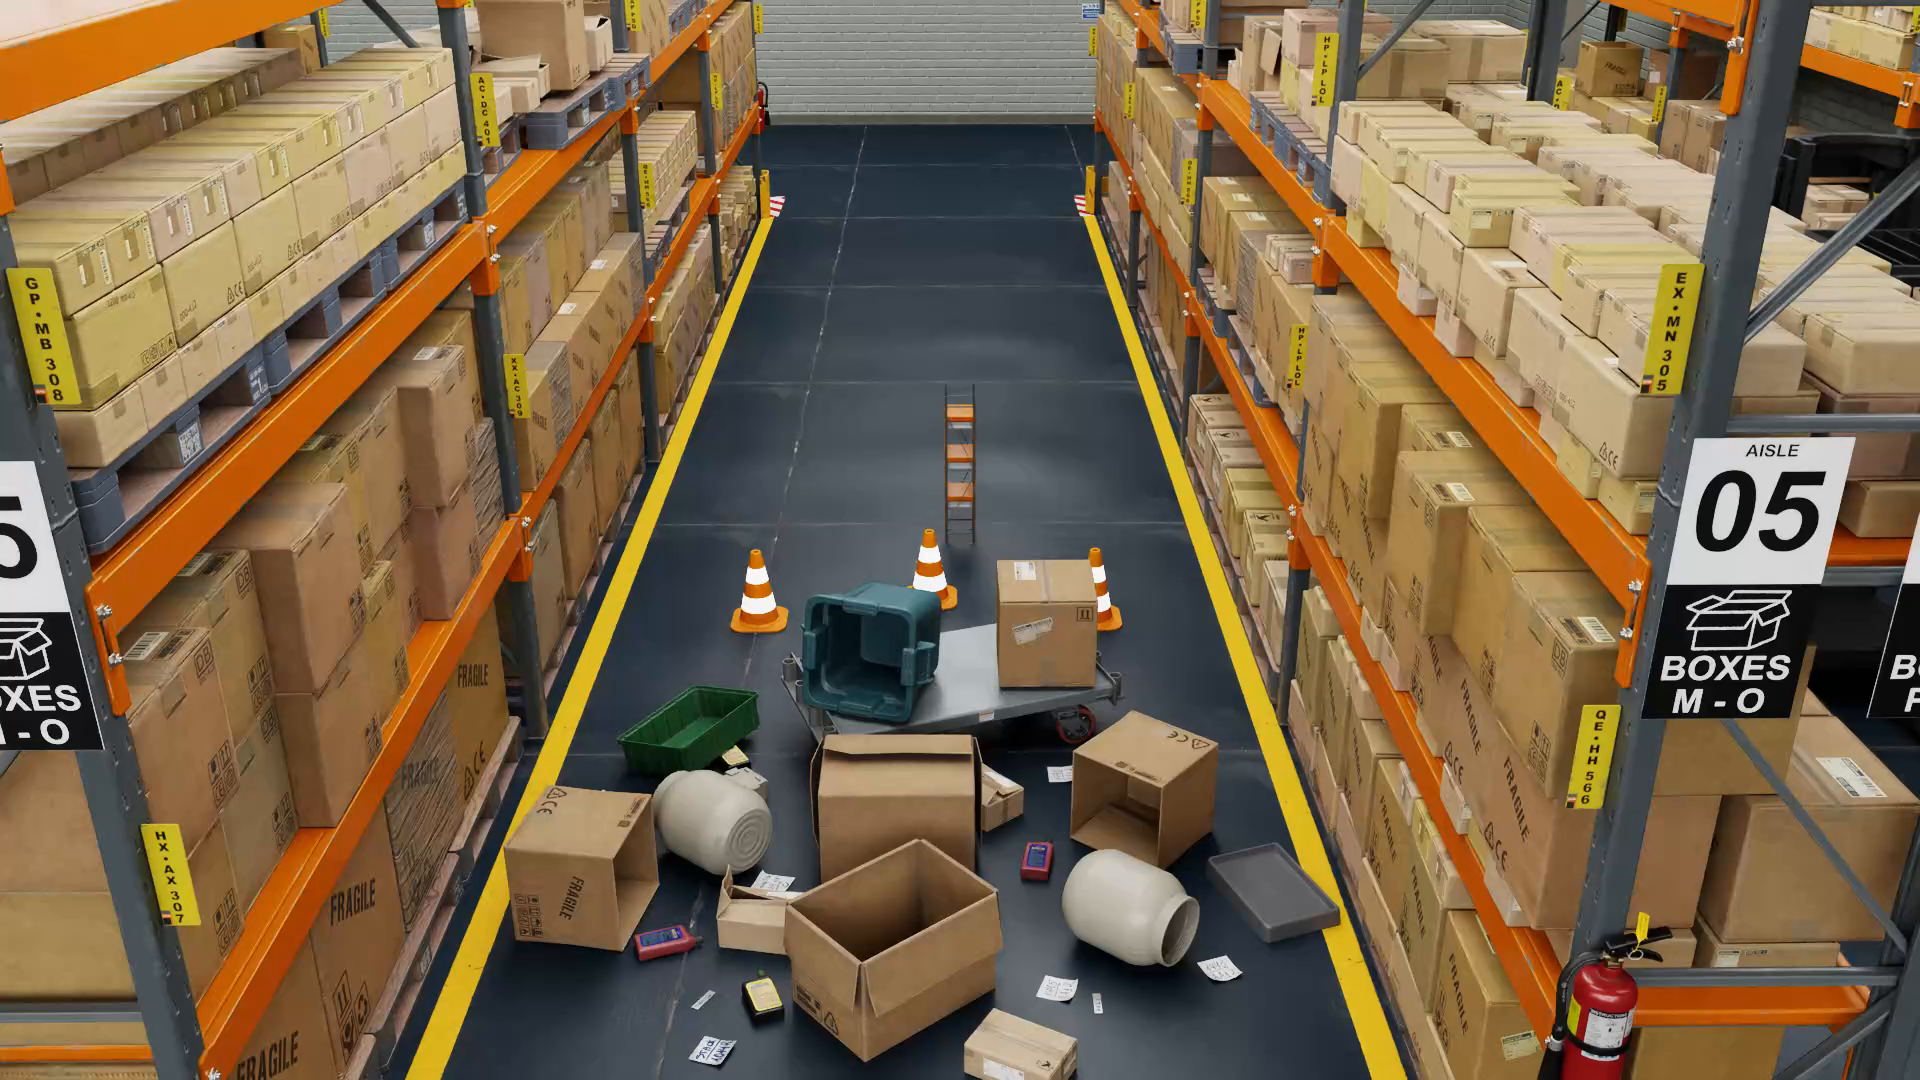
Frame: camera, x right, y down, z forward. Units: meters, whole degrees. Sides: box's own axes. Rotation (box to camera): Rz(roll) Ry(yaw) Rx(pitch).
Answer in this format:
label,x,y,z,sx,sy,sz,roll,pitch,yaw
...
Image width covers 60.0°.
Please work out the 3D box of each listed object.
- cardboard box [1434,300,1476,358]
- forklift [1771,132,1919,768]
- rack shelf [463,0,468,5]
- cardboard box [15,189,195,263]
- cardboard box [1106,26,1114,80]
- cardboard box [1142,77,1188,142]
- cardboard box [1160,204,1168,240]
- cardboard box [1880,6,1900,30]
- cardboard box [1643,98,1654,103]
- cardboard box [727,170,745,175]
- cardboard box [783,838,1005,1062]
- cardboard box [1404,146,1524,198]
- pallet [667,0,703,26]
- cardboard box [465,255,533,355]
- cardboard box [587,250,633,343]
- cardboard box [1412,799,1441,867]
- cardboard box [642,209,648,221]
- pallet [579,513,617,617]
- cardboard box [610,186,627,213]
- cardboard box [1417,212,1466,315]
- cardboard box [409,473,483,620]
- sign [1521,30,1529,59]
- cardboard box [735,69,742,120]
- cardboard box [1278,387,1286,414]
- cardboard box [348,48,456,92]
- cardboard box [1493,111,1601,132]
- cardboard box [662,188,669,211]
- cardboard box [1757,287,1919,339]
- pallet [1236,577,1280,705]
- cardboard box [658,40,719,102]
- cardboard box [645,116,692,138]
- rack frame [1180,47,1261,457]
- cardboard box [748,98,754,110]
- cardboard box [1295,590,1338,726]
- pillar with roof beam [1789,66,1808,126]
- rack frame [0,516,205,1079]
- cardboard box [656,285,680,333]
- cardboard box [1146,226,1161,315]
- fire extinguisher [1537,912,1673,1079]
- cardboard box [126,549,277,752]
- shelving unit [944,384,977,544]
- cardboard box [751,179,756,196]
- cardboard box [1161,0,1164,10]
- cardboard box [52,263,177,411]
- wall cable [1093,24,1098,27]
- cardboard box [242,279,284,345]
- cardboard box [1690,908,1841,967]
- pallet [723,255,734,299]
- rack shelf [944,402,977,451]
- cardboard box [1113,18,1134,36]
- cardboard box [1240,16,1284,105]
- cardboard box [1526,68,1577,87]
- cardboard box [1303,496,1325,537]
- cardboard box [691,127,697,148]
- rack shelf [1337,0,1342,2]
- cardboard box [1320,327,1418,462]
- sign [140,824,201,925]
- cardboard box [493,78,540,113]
label,x,y,z,sx,sy,sz,roll,pitch,yaw
cardboard box,1.929,-0.762,5.961,0.380,0.149,0.250,-1,24,-1
forklift,4.801,-0.608,9.037,1.130,2.935,3.031,-1,24,-1
rack shelf,-2.740,-3.364,9.126,1.077,0.370,4.000,0,24,-1
cardboard box,-2.365,-0.868,4.595,0.380,0.149,0.250,-1,24,-1
cardboard box,1.846,-5.202,17.777,0.500,0.500,0.500,0,24,-1
cardboard box,1.893,-3.786,14.645,0.500,0.500,0.500,0,24,-1
cardboard box,1.911,-2.585,13.508,0.500,0.250,0.500,0,24,-1
cardboard box,6.922,-3.784,12.035,0.380,0.149,0.250,-1,24,-2
cardboard box,7.355,-4.392,17.142,0.500,0.250,0.500,0,24,1
cardboard box,-2.645,-4.104,18.911,0.380,0.149,0.250,0,24,0
cardboard box,-0.277,1.693,6.895,0.797,0.503,0.637,-19,31,-36
cardboard box,1.962,-1.438,6.487,0.380,0.149,0.250,-1,24,-2
pallet,-2.906,-4.639,14.455,1.213,0.211,1.003,0,24,-1
cardboard box,-2.738,-1.234,9.003,0.700,0.500,0.500,-1,24,-1
cardboard box,-2.485,-1.620,11.071,0.500,0.500,0.500,0,24,-1
cardboard box,1.933,1.109,6.288,0.380,0.149,0.250,0,24,0
cardboard box,-2.572,-2.489,12.547,0.380,0.149,0.250,1,24,2
pallet,-2.819,0.133,10.700,1.003,0.211,1.213,0,24,-1
cardboard box,-2.574,-2.505,12.223,0.380,0.149,0.250,0,24,0
cardboard box,1.976,-1.004,6.012,0.500,0.250,0.500,0,24,0
cardboard box,-2.674,-0.006,7.441,0.875,0.550,0.550,0,24,-1
sign,6.520,-5.741,19.252,0.100,0.325,0.005,0,24,-1
cardboard box,-2.577,-4.631,17.368,0.500,0.500,0.500,1,24,2
cardboard box,1.963,-0.776,9.122,0.380,0.149,0.250,-1,24,-2
cardboard box,-2.396,-2.019,7.141,0.380,0.149,0.250,0,24,-1
cardboard box,2.531,-1.759,7.197,0.380,0.149,0.250,-1,24,-2
cardboard box,-2.582,-2.773,13.536,0.380,0.149,0.250,0,24,0
cardboard box,2.455,-0.598,4.630,0.380,0.149,0.250,0,24,-1
pallet,2.220,0.570,9.734,1.003,0.211,1.213,0,24,-1
cardboard box,-2.567,-4.436,15.723,0.500,0.500,0.500,0,24,1
cardboard box,-2.603,-3.685,14.832,0.380,0.149,0.250,-1,24,-2
rack frame,2.186,-2.028,12.095,1.000,3.000,0.127,0,24,-1
cardboard box,-2.563,-5.013,19.000,0.380,0.149,0.250,0,24,0
cardboard box,1.966,0.584,8.236,0.500,0.500,0.500,1,24,2
pillar with roof beam,3.695,-6.705,15.156,9.100,9.000,0.400,0,24,-1
rack frame,-2.675,1.332,4.665,1.000,3.000,0.127,0,24,-1
cardboard box,-2.533,-1.853,13.320,0.500,0.250,0.500,-1,24,-1
cardboard box,2.229,-2.645,15.526,0.875,0.875,0.875,0,24,1
fire extinguisher,1.814,1.353,4.713,0.296,0.674,0.183,0,24,-1
cardboard box,-2.739,0.392,5.250,0.875,0.550,0.550,0,24,-1
shelving unit,-0.001,-0.500,11.082,0.215,1.050,0.252,0,24,-1
cardboard box,-2.558,-4.073,19.204,0.380,0.149,0.250,-1,24,-2
cardboard box,1.813,-4.419,13.394,0.396,0.266,0.258,2,24,4
cardboard box,-2.424,-0.539,4.351,0.500,0.250,0.500,0,24,-1
wall cable,2.014,-8.125,24.305,0.585,1.953,0.123,0,24,-1
cardboard box,-2.369,-0.716,5.227,0.380,0.149,0.250,0,24,0
cardboard box,2.477,1.242,5.169,0.380,0.149,0.250,0,24,0
pallet,-2.849,-2.619,16.784,1.003,0.211,1.213,0,24,-1
rack shelf,-0.001,-0.749,10.970,0.215,0.259,0.240,0,24,-1
cardboard box,1.801,-5.335,17.283,0.380,0.149,0.250,-1,24,-2
cardboard box,2.187,-3.050,10.592,0.700,0.500,0.500,0,24,-1
cardboard box,6.798,-5.228,18.990,0.500,0.250,0.500,0,24,0
cardboard box,1.913,-0.134,8.212,0.380,0.149,0.250,0,24,-1
cardboard box,-2.604,-3.662,15.141,0.380,0.149,0.250,0,24,1
rack shelf,2.208,-3.428,9.267,1.077,0.370,4.000,0,24,-1
cardboard box,2.002,-0.624,7.294,0.700,0.500,0.500,0,24,0
sign,-2.120,0.902,4.470,0.100,0.325,0.005,0,24,-1
cardboard box,-2.474,-2.384,8.915,0.380,0.149,0.250,0,24,-1
